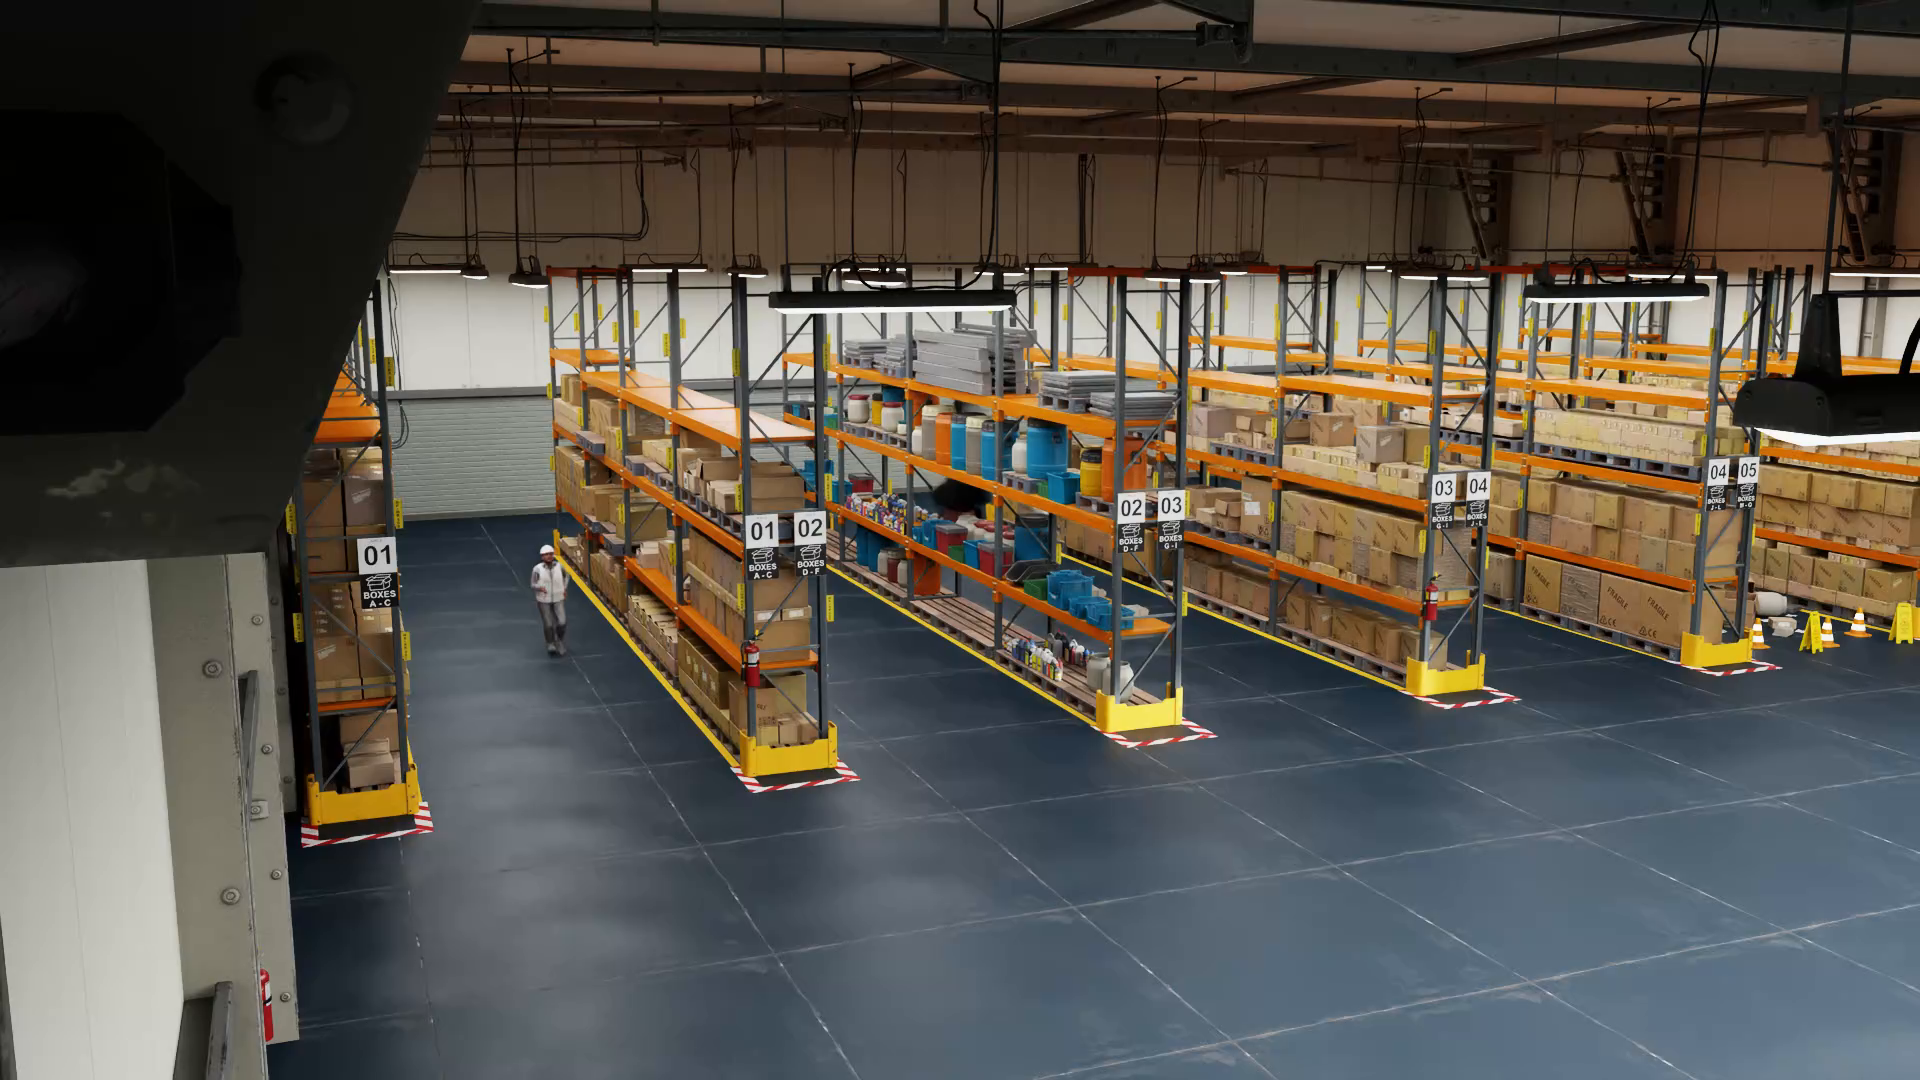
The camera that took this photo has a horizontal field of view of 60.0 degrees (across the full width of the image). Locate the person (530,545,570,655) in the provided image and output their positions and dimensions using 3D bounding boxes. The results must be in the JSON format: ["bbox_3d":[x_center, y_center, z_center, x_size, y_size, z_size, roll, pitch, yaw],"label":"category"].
[{"bbox_3d":[-6.414,0.955,26.126,0.633,1.770,0.695,-4,11,-21],"label":"person"}]

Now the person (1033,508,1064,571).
[{"bbox_3d":[1.578,-0.048,30.163,0.661,1.787,0.868,-6,12,-33],"label":"person"}]
